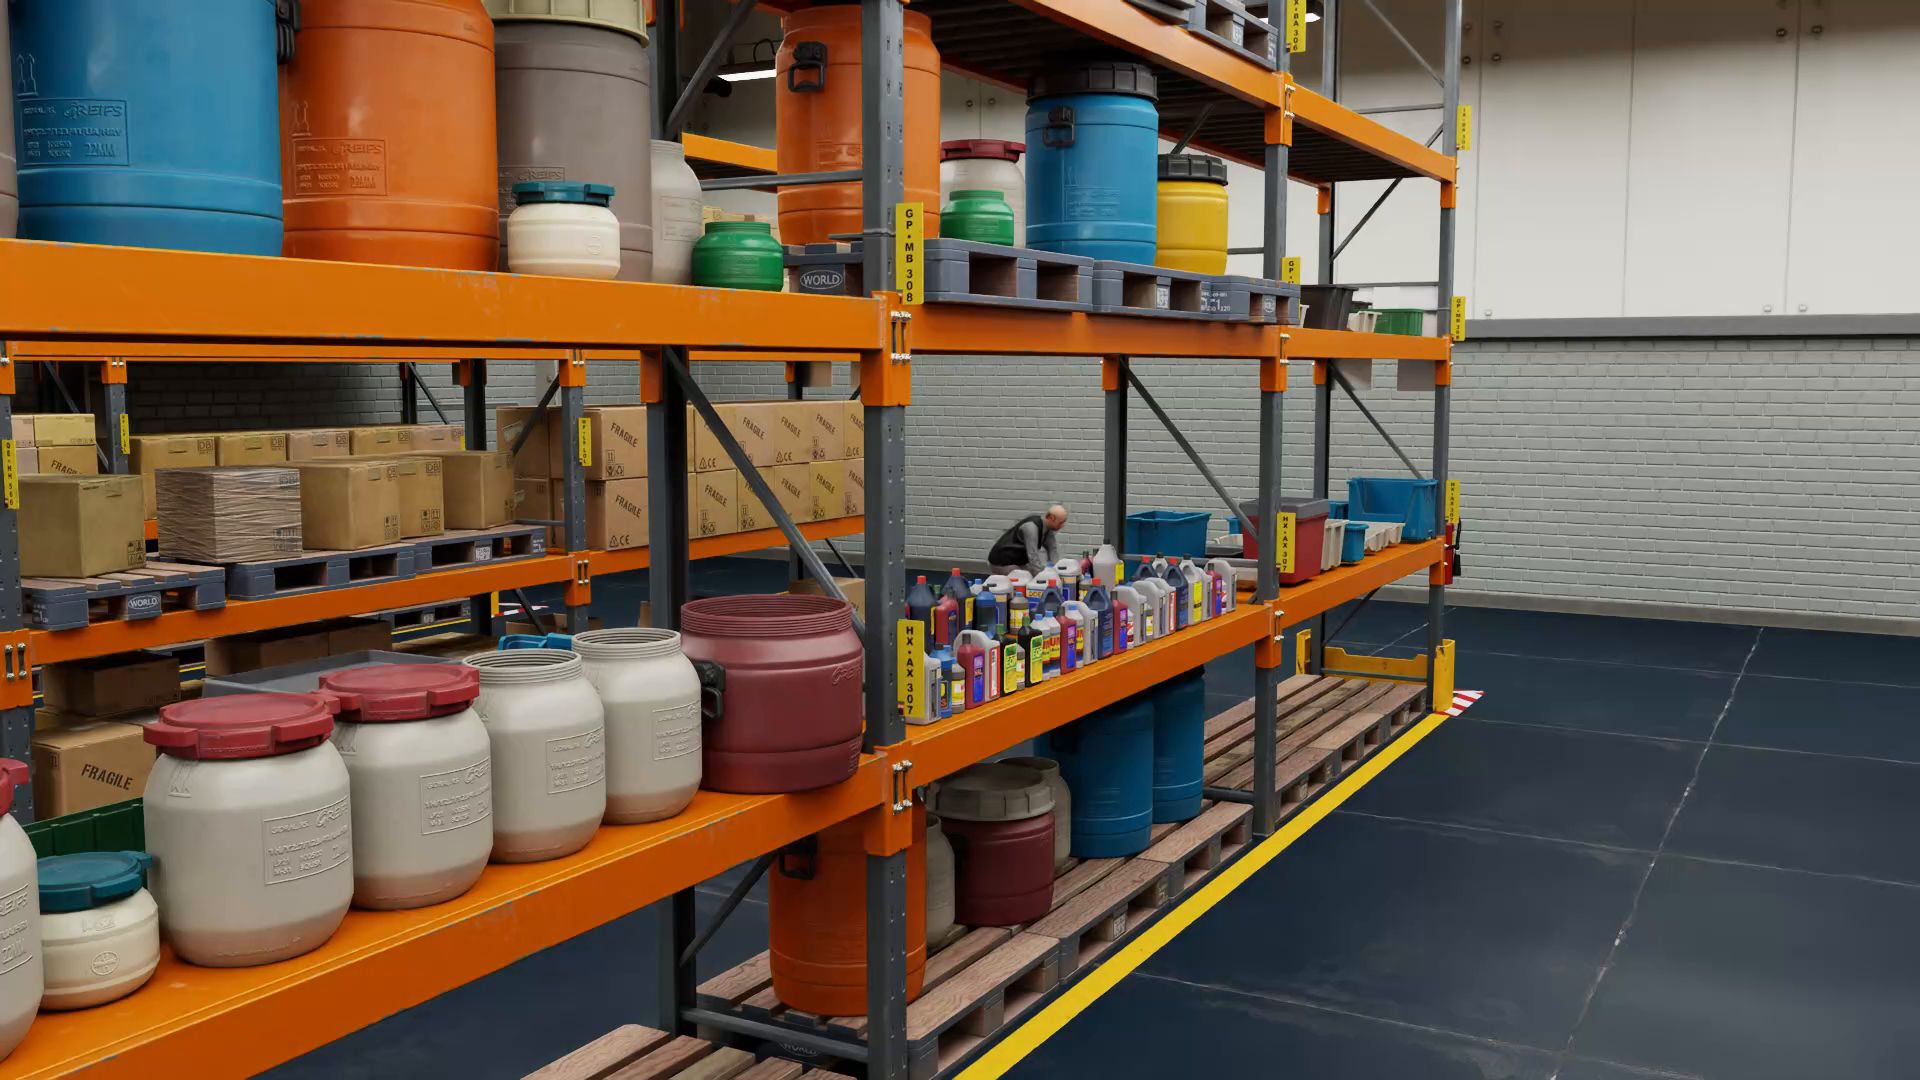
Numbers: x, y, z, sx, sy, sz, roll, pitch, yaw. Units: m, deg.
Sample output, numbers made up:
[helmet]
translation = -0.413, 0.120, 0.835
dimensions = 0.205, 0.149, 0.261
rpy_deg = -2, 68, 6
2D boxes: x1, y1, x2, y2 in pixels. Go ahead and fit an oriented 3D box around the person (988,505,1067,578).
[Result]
[person]
translation = 0.686, 0.274, 16.357
dimensions = 0.778, 1.261, 0.586
rpy_deg = 3, 7, 29
